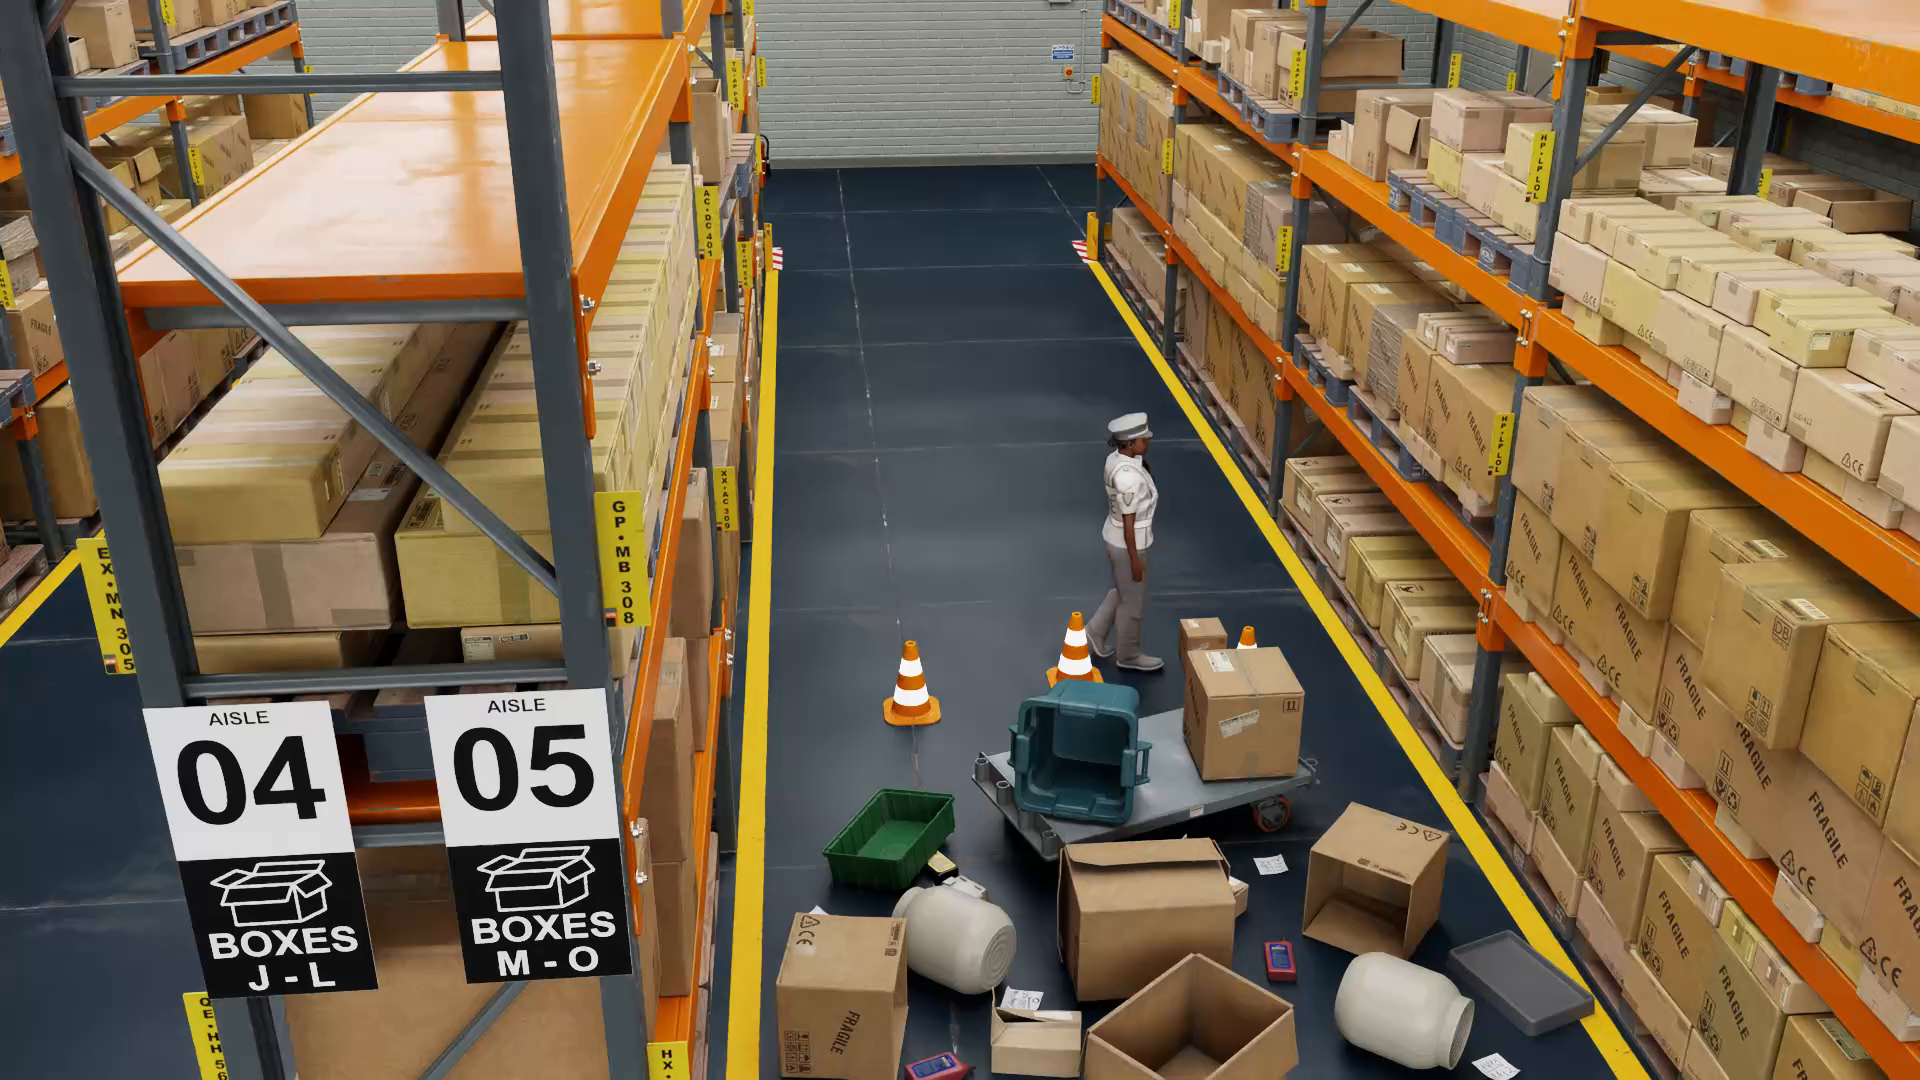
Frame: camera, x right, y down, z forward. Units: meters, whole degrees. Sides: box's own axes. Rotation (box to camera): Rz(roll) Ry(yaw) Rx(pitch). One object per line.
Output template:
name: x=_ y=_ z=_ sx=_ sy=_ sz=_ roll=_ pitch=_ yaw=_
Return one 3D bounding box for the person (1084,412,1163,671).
person: x=1.039 y=0.035 z=10.217 sx=0.493 sy=1.694 sz=0.491 roll=0 pitch=24 yaw=0
